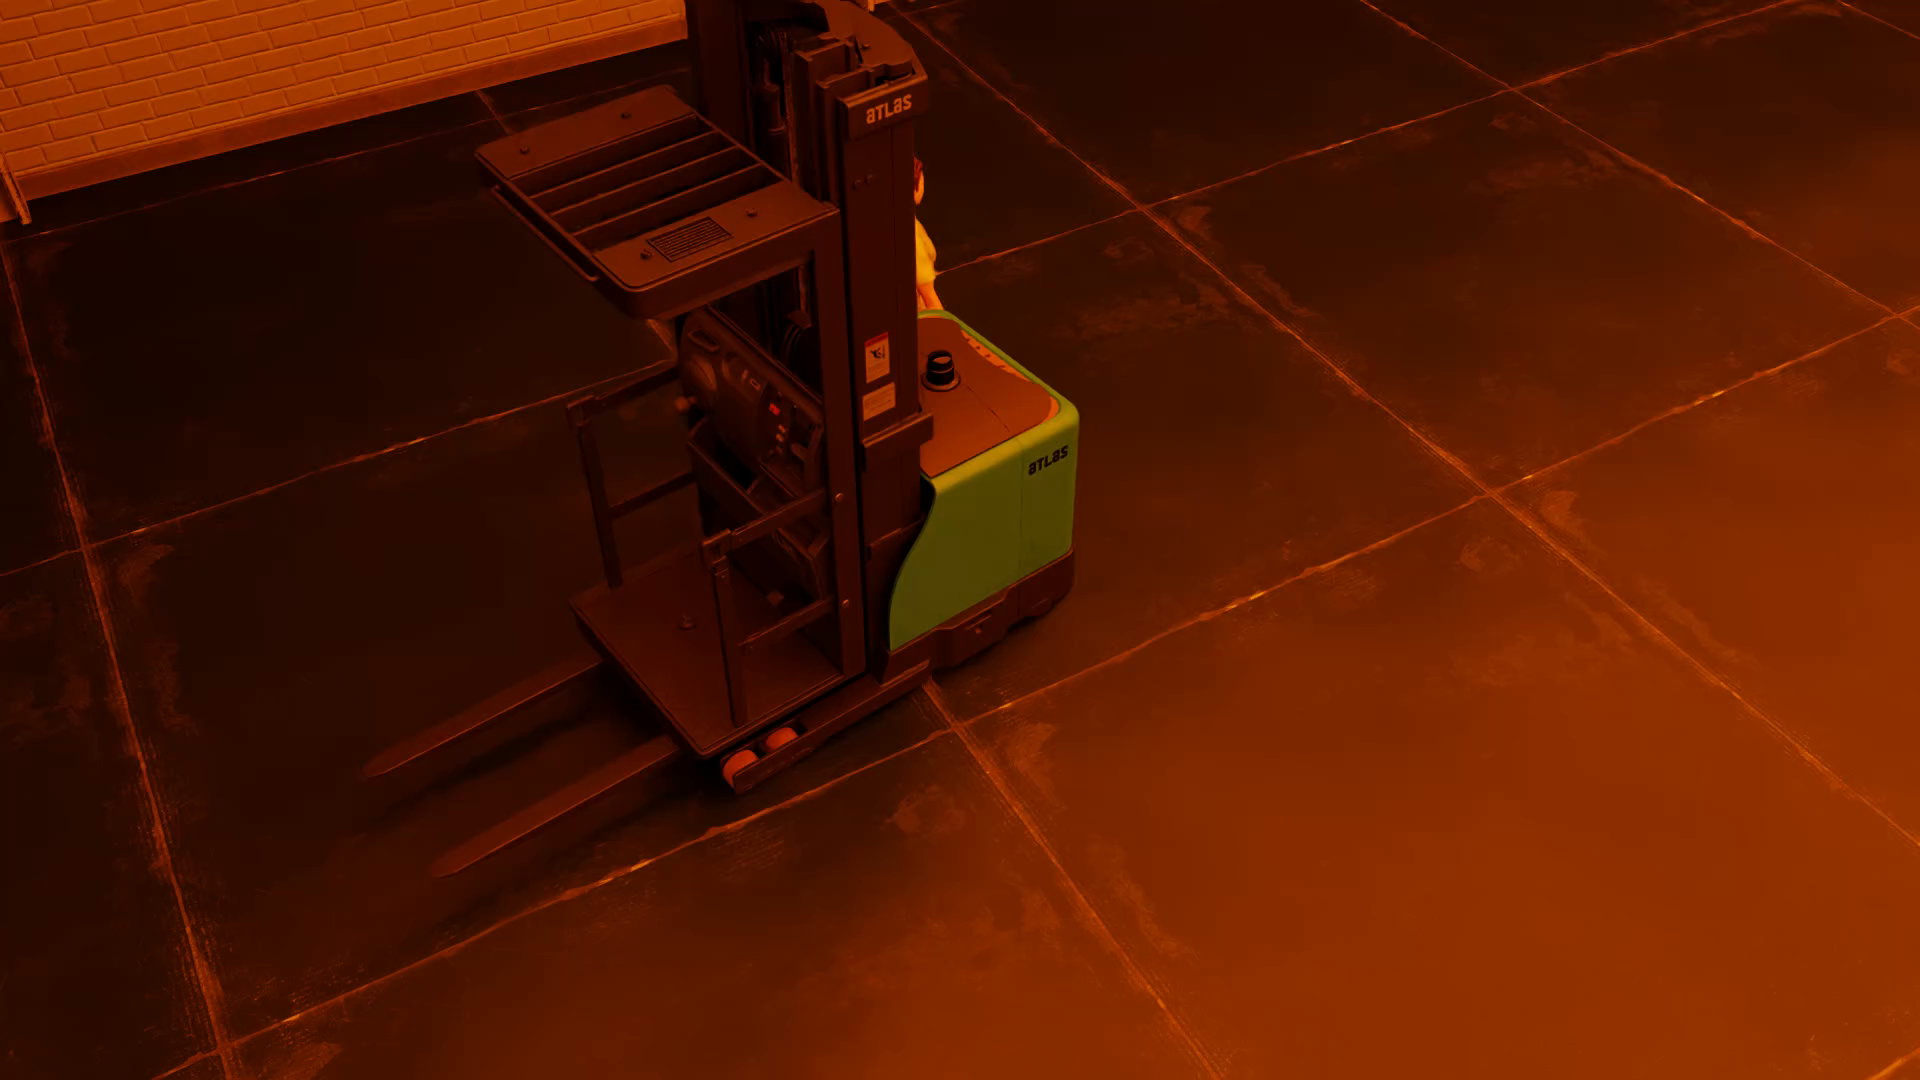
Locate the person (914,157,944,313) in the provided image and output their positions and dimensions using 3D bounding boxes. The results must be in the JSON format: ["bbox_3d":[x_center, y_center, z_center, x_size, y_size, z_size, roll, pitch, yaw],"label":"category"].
[{"bbox_3d":[-0.208,-1.065,7.873,0.441,1.639,0.730,-13,44,-14],"label":"person"}]

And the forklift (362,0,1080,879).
[{"bbox_3d":[-0.961,-0.466,6.200,3.031,2.935,1.130,-28,50,-27],"label":"forklift"}]
